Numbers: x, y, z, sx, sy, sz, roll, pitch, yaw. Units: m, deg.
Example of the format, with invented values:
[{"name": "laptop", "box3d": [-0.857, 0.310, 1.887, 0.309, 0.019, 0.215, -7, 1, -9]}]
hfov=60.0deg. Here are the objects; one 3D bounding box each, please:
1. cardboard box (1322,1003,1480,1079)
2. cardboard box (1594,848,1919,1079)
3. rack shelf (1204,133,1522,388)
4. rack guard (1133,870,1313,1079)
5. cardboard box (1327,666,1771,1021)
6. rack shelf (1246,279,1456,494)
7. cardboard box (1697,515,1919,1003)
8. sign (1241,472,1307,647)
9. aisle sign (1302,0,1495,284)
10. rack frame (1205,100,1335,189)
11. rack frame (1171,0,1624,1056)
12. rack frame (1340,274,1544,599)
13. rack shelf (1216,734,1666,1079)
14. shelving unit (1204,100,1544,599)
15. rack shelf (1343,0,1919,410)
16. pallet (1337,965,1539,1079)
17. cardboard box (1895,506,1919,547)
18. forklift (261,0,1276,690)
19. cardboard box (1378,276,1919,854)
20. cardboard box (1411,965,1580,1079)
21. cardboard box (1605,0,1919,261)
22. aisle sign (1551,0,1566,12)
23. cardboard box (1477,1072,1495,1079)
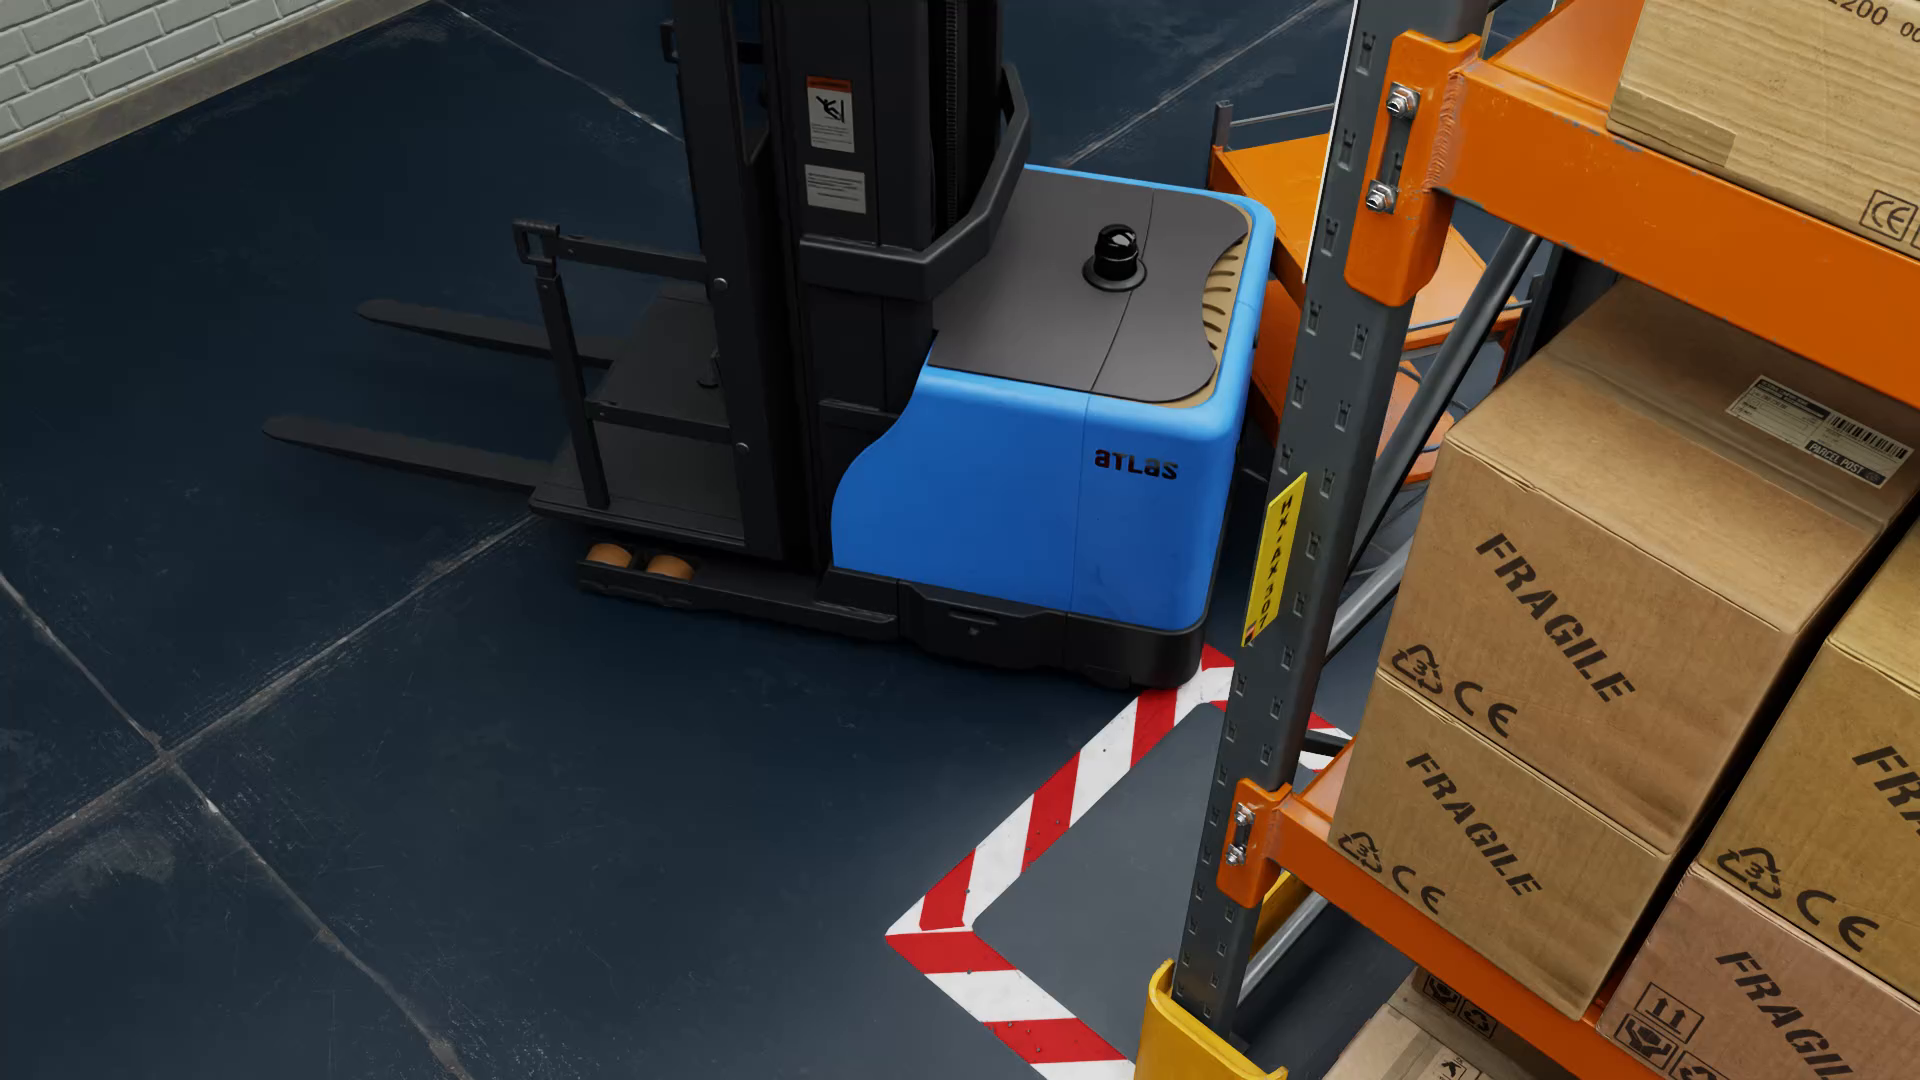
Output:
[{"name": "cardboard box", "box3d": [0.928, 1.256, 3.667, 0.250, 0.149, 0.380, 34, 55, 28]}, {"name": "cardboard box", "box3d": [1.383, 0.618, 2.543, 0.500, 0.500, 0.500, 33, 55, 27]}, {"name": "rack shelf", "box3d": [1.153, -0.803, 4.831, 0.538, 0.278, 1.000, -13, 48, -12]}, {"name": "rack guard", "box3d": [0.909, 0.933, 4.031, 0.348, 0.500, 1.175, 34, 55, 28]}, {"name": "cardboard box", "box3d": [1.000, 0.366, 2.780, 0.500, 0.500, 0.500, 35, 56, 28]}, {"name": "rack shelf", "box3d": [1.153, -0.435, 5.222, 0.538, 0.278, 1.000, -13, 48, -12]}, {"name": "cardboard box", "box3d": [1.390, 0.278, 2.177, 0.500, 0.500, 0.500, 35, 56, 28]}, {"name": "sign", "box3d": [0.485, 0.034, 2.567, 0.005, 0.325, 0.100, 34, 55, 28]}, {"name": "aisle sign", "box3d": [0.604, -0.727, 2.092, 0.004, 0.787, 0.394, 34, 55, 28]}, {"name": "rack frame", "box3d": [1.000, -0.956, 5.376, 0.500, 1.125, 0.032, -13, 48, -12]}, {"name": "rack frame", "box3d": [0.853, 0.040, 3.155, 0.127, 3.000, 1.000, 34, 55, 28]}, {"name": "rack frame", "box3d": [1.307, -0.250, 4.713, 0.500, 1.125, 0.032, -13, 48, -12]}, {"name": "rack shelf", "box3d": [2.323, 1.275, 2.489, 4.000, 0.370, 1.077, 34, 55, 28]}, {"name": "shelving unit", "box3d": [1.153, -0.603, 5.044, 0.538, 1.125, 1.048, -13, 48, -12]}, {"name": "rack shelf", "box3d": [2.323, 0.248, 1.396, 4.000, 0.370, 1.077, 34, 55, 28]}, {"name": "pallet", "box3d": [1.495, 1.425, 3.767, 1.213, 0.211, 1.003, 34, 55, 28]}, {"name": "cardboard box", "box3d": [1.738, -0.015, 2.452, 0.500, 0.500, 0.500, 35, 56, 29]}, {"name": "forklift", "box3d": [-0.672, -1.159, 4.328, 3.031, 2.935, 1.130, 11, 48, 10]}, {"name": "cardboard box", "box3d": [1.000, 0.024, 2.416, 0.500, 0.500, 0.500, 36, 56, 29]}, {"name": "cardboard box", "box3d": [1.420, 0.881, 3.778, 0.500, 0.500, 0.500, 34, 55, 28]}, {"name": "cardboard box", "box3d": [1.058, -0.546, 1.750, 0.500, 0.250, 0.500, 34, 55, 28]}, {"name": "aisle sign", "box3d": [1.011, -1.048, 2.393, 0.004, 0.787, 0.394, 34, 55, 28]}, {"name": "cardboard box", "box3d": [1.111, 1.374, 3.544, 0.250, 0.166, 0.380, 34, 55, 28]}]
